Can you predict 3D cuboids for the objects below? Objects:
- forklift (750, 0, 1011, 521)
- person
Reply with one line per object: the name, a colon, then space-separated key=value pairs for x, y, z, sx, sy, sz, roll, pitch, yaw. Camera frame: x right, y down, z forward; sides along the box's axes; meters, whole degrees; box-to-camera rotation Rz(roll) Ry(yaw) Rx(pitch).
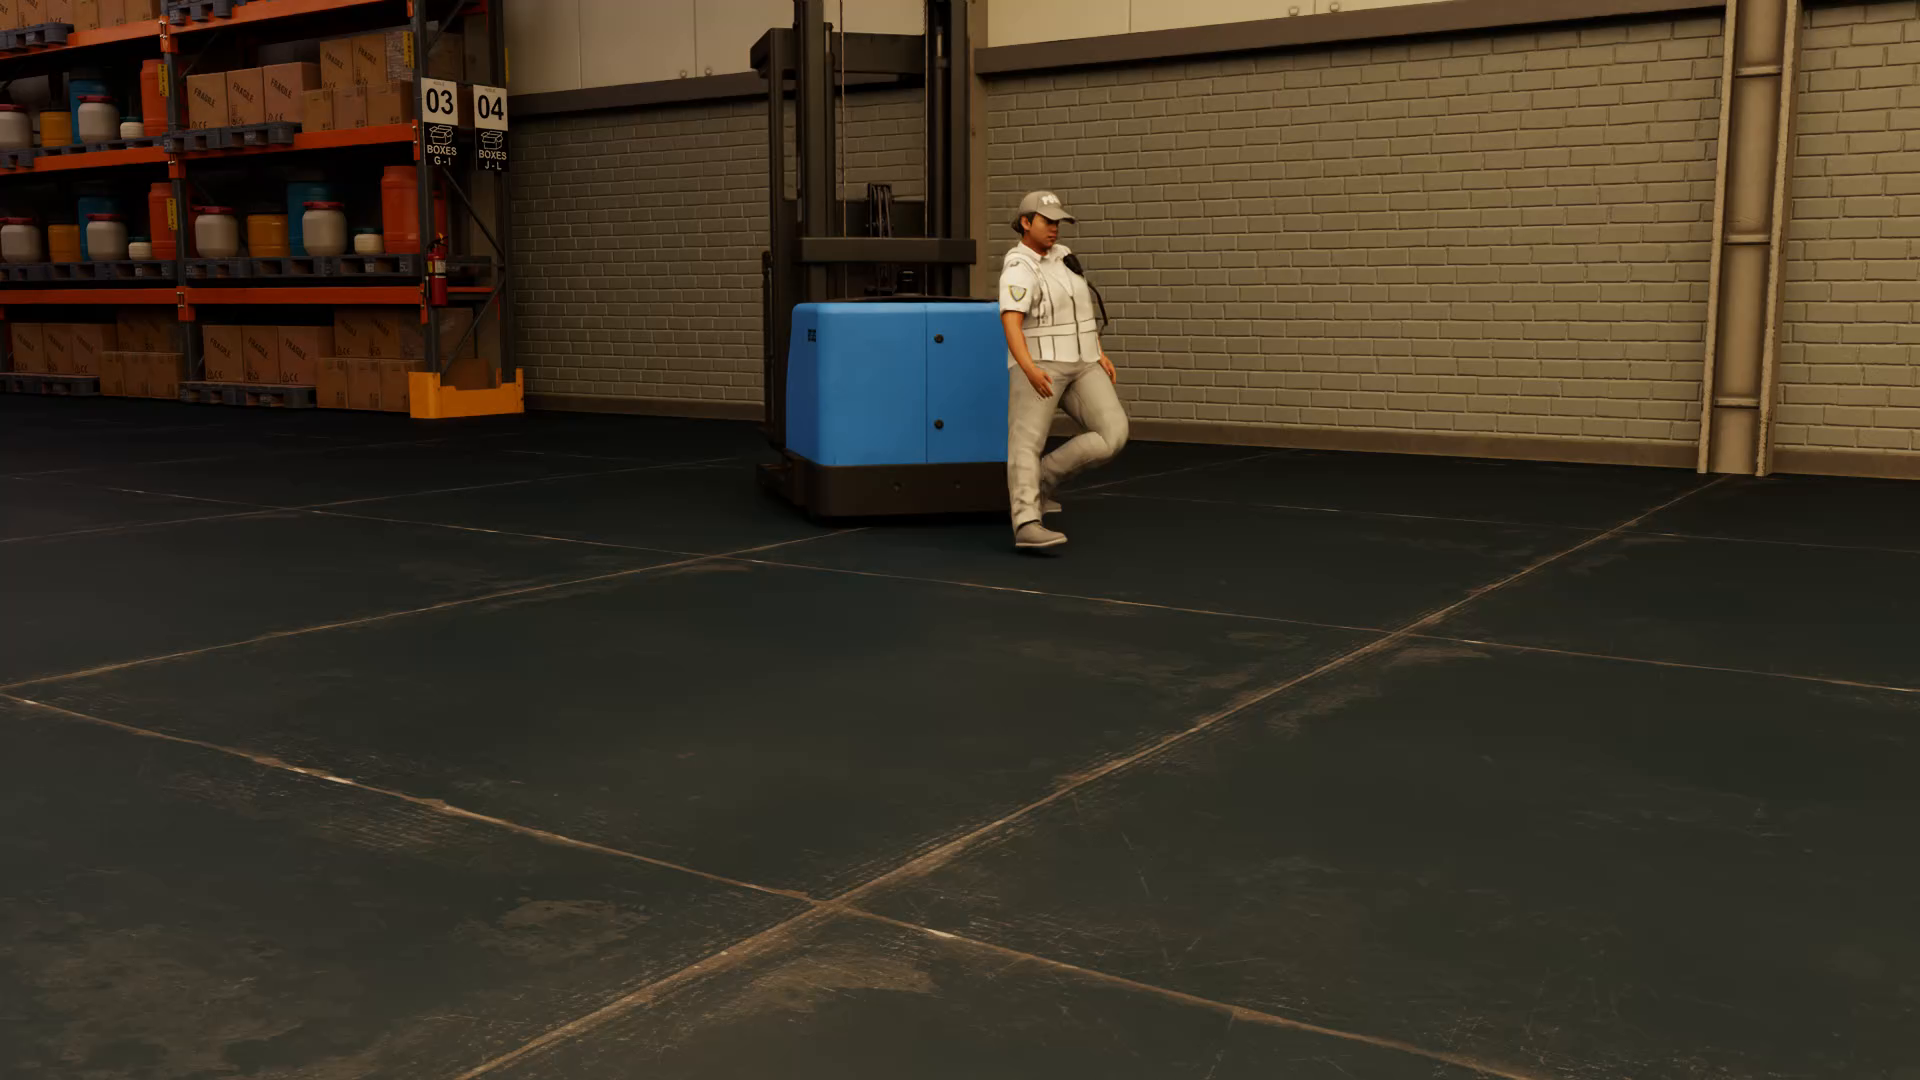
forklift: x=-0.547 y=-1.712 z=9.235 sx=1.130 sy=2.935 sz=3.031 roll=-2 pitch=8 yaw=-15
person: x=0.454 y=-0.766 z=7.355 sx=0.700 sy=1.554 sz=0.693 roll=-6 pitch=10 yaw=-37
